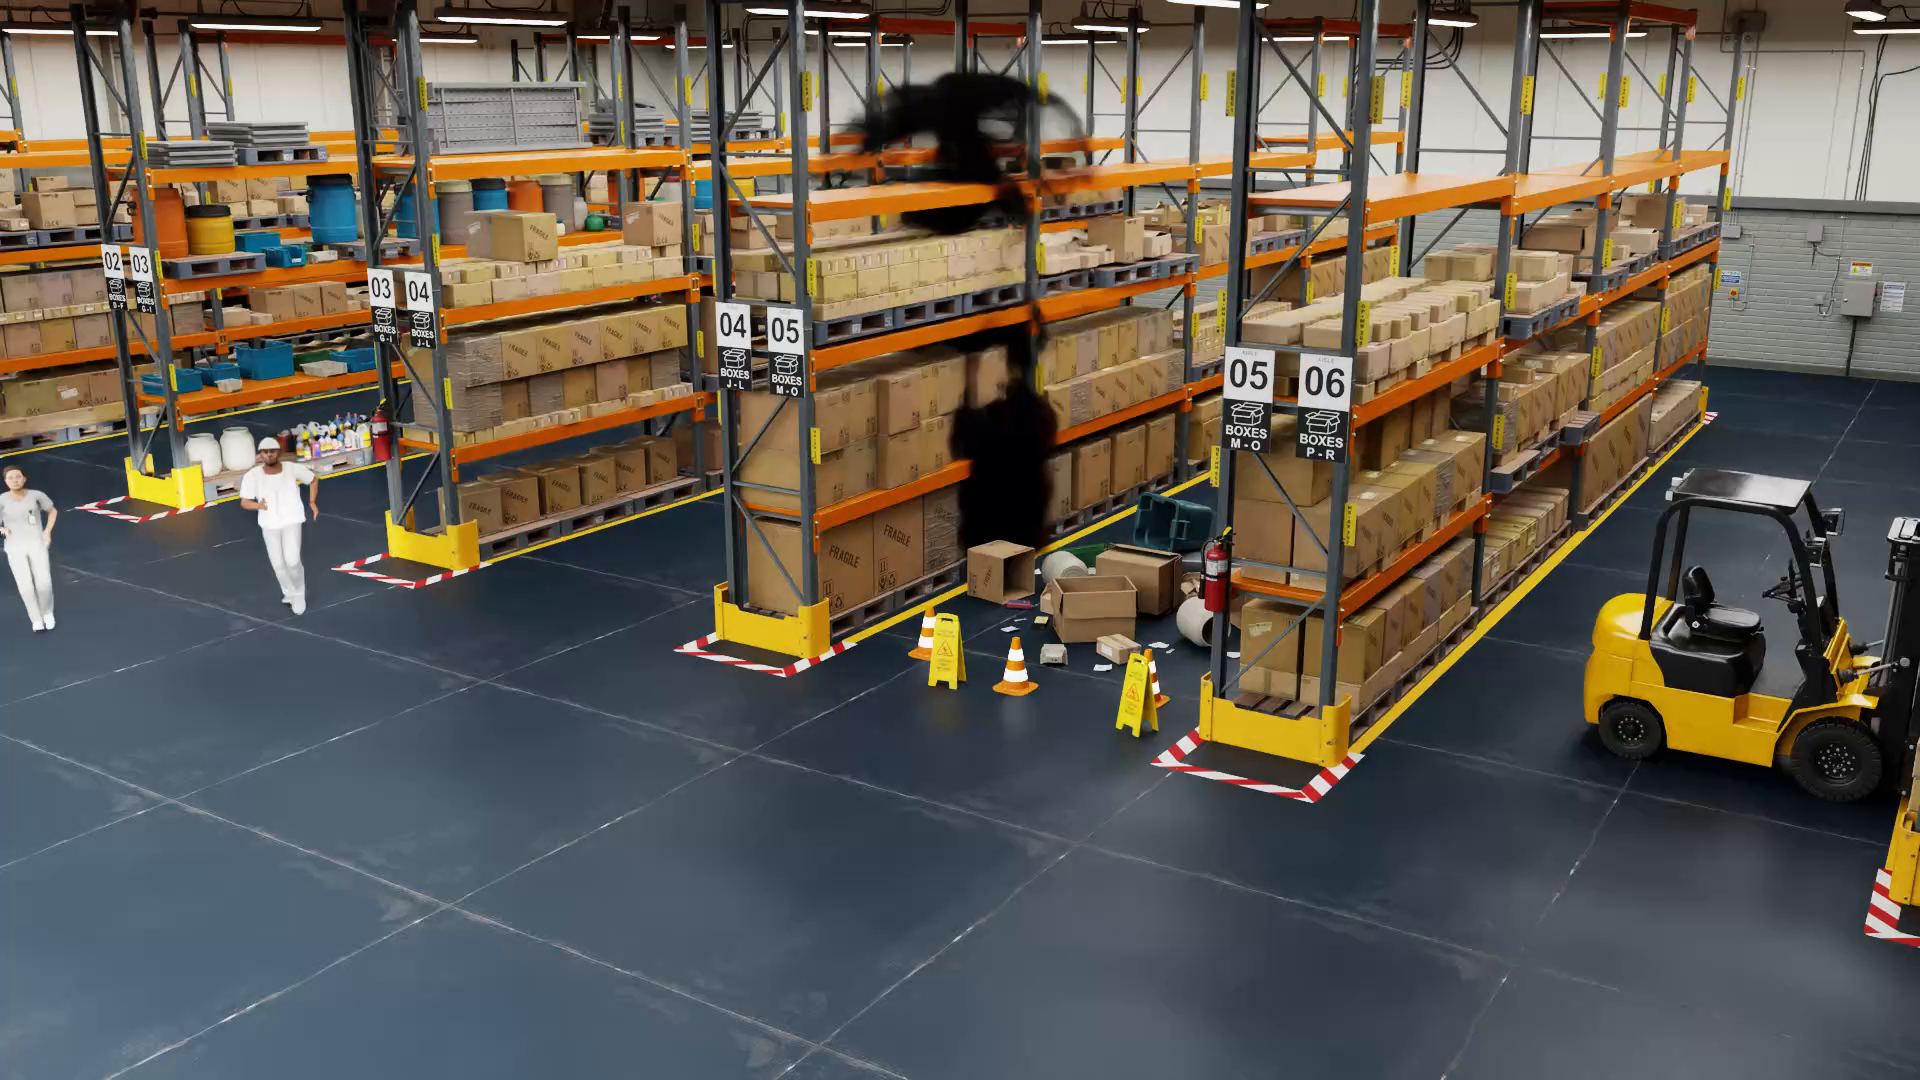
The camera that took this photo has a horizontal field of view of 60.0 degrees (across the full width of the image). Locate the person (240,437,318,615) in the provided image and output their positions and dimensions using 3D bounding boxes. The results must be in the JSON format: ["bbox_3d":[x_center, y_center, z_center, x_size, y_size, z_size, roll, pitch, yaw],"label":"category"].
[{"bbox_3d":[-6.708,-0.132,16.432,0.677,1.788,0.700,-3,16,-11],"label":"person"}]

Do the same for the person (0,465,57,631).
[{"bbox_3d":[-8.835,0.099,15.766,0.552,1.630,0.577,-8,17,-25],"label":"person"}]

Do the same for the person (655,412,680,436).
[{"bbox_3d":[-4.441,-2.370,24.668,0.612,1.643,0.551,6,17,22],"label":"person"}]

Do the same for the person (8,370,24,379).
[{"bbox_3d":[-14.835,-2.825,26.293,0.578,1.679,0.782,5,16,18],"label":"person"}]
